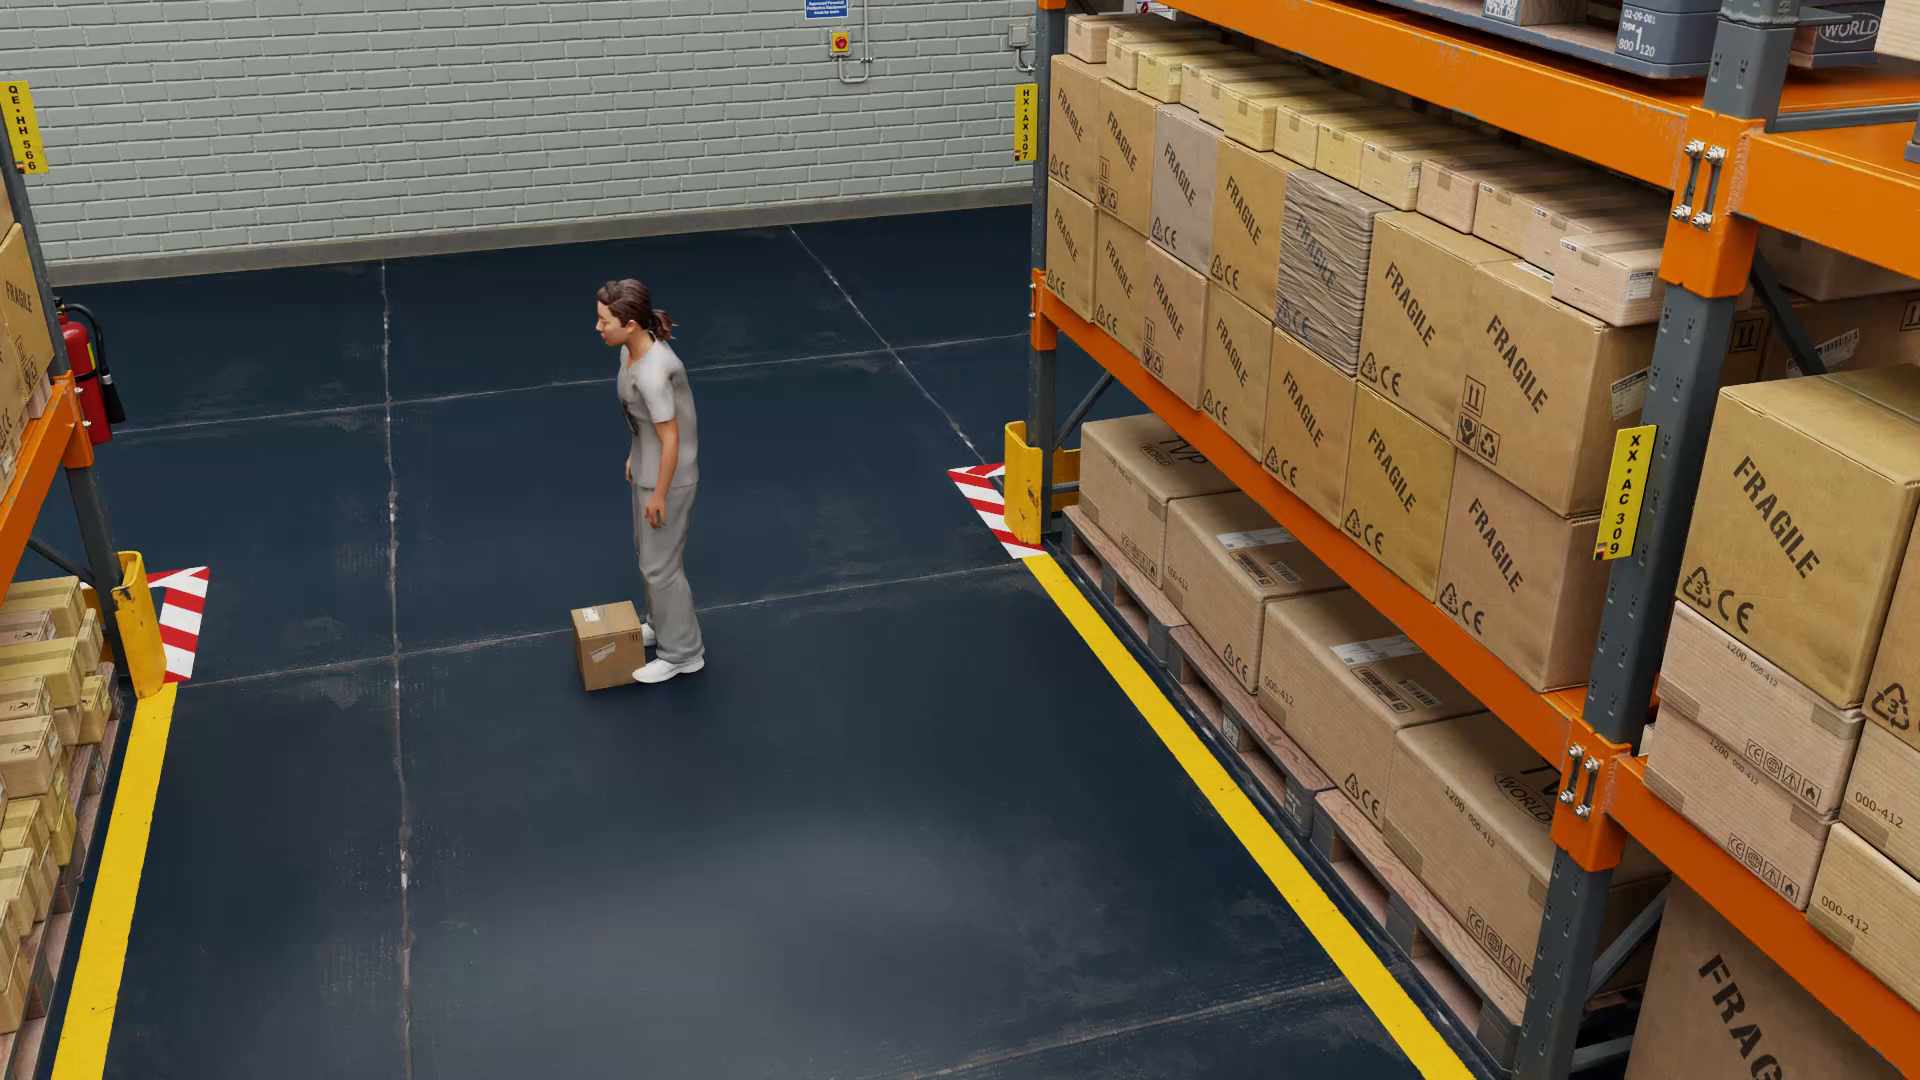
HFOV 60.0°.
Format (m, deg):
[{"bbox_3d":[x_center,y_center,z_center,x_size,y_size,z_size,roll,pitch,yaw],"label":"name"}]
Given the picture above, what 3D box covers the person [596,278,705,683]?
[{"bbox_3d":[-1.215,-0.215,6.614,0.358,1.615,0.505,-9,28,-17],"label":"person"}]
